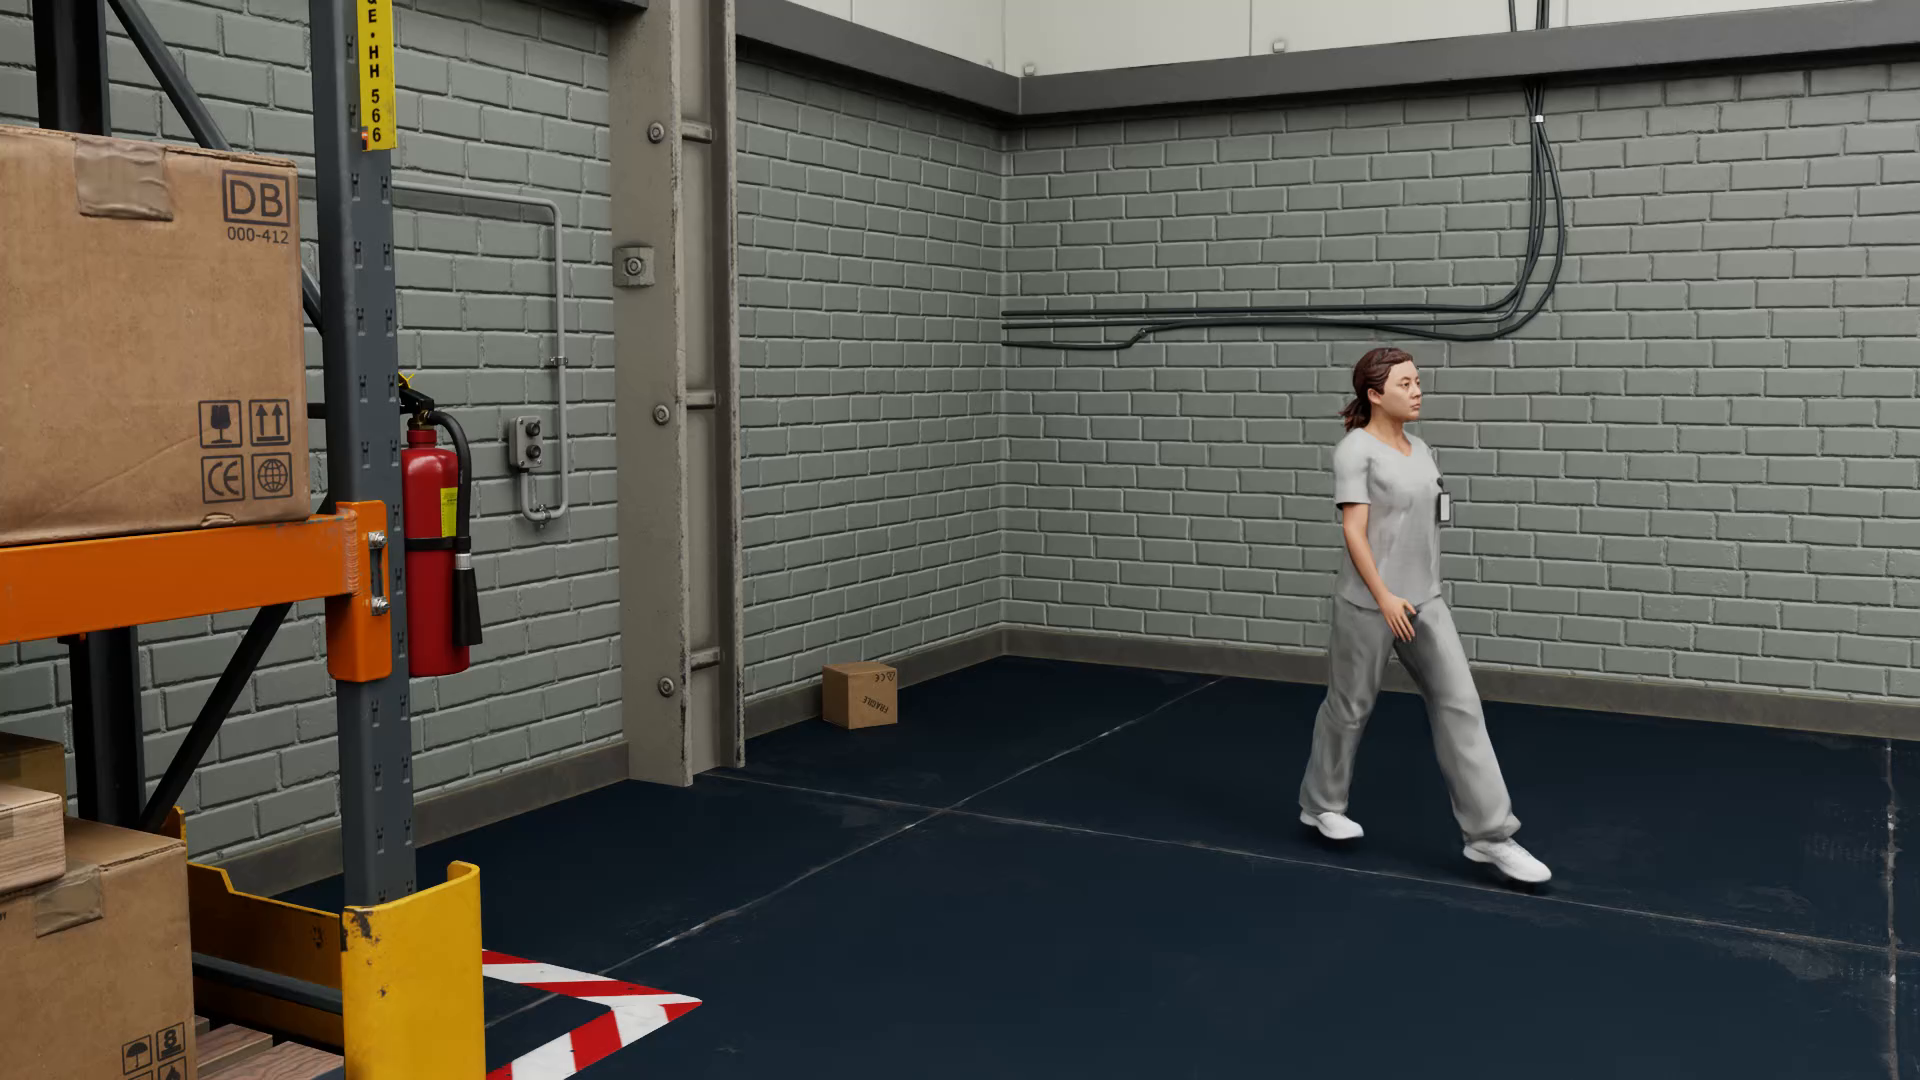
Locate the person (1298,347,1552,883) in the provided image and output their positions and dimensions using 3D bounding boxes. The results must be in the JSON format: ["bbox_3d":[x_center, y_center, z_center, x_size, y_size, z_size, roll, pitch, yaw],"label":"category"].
[{"bbox_3d":[1.429,0.207,5.265,0.455,1.625,0.925,-3,7,-30],"label":"person"}]
